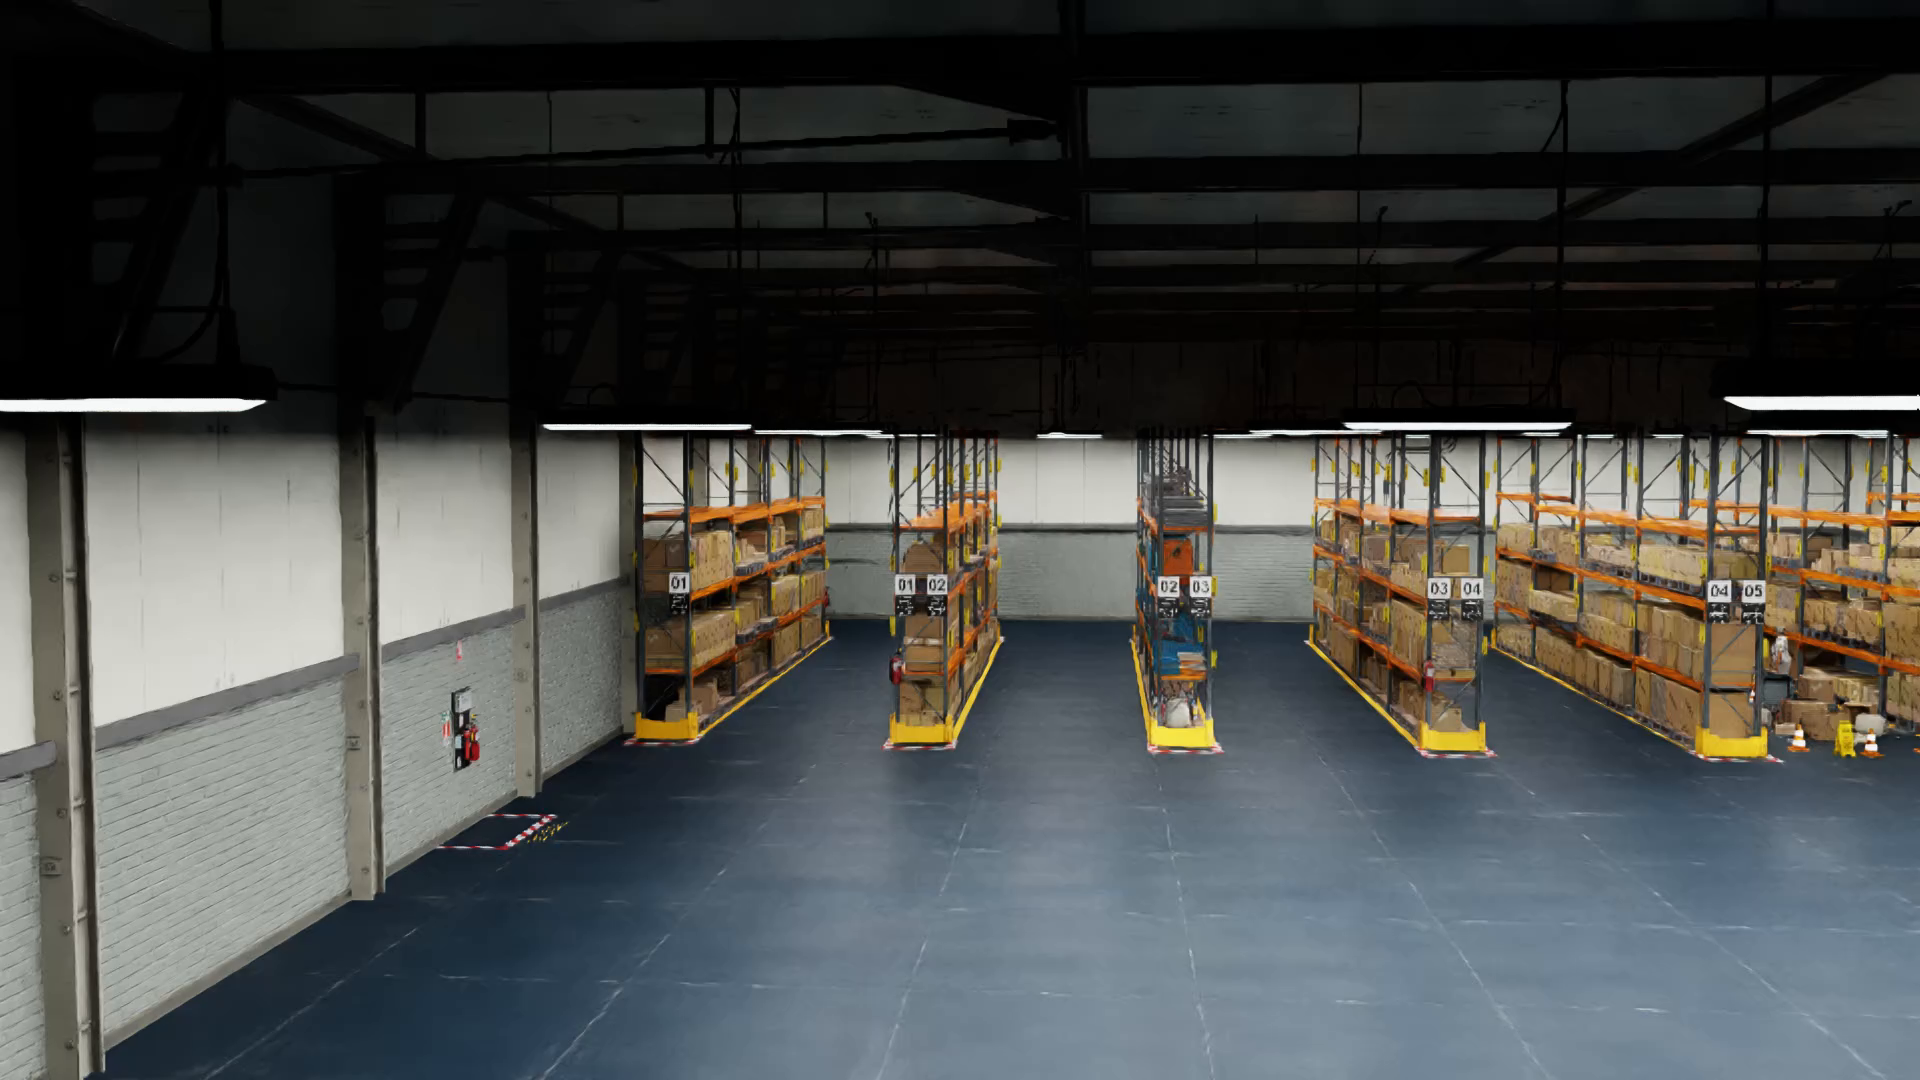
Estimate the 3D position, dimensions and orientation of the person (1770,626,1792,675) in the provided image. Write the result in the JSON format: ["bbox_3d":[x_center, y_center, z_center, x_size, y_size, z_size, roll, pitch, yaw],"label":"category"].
[{"bbox_3d":[17.917,2.696,36.363,0.567,1.657,0.605,2,4,30],"label":"person"}]

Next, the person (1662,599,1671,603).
[{"bbox_3d":[17.469,2.340,41.234,0.590,1.783,0.669,2,4,29],"label":"person"}]
